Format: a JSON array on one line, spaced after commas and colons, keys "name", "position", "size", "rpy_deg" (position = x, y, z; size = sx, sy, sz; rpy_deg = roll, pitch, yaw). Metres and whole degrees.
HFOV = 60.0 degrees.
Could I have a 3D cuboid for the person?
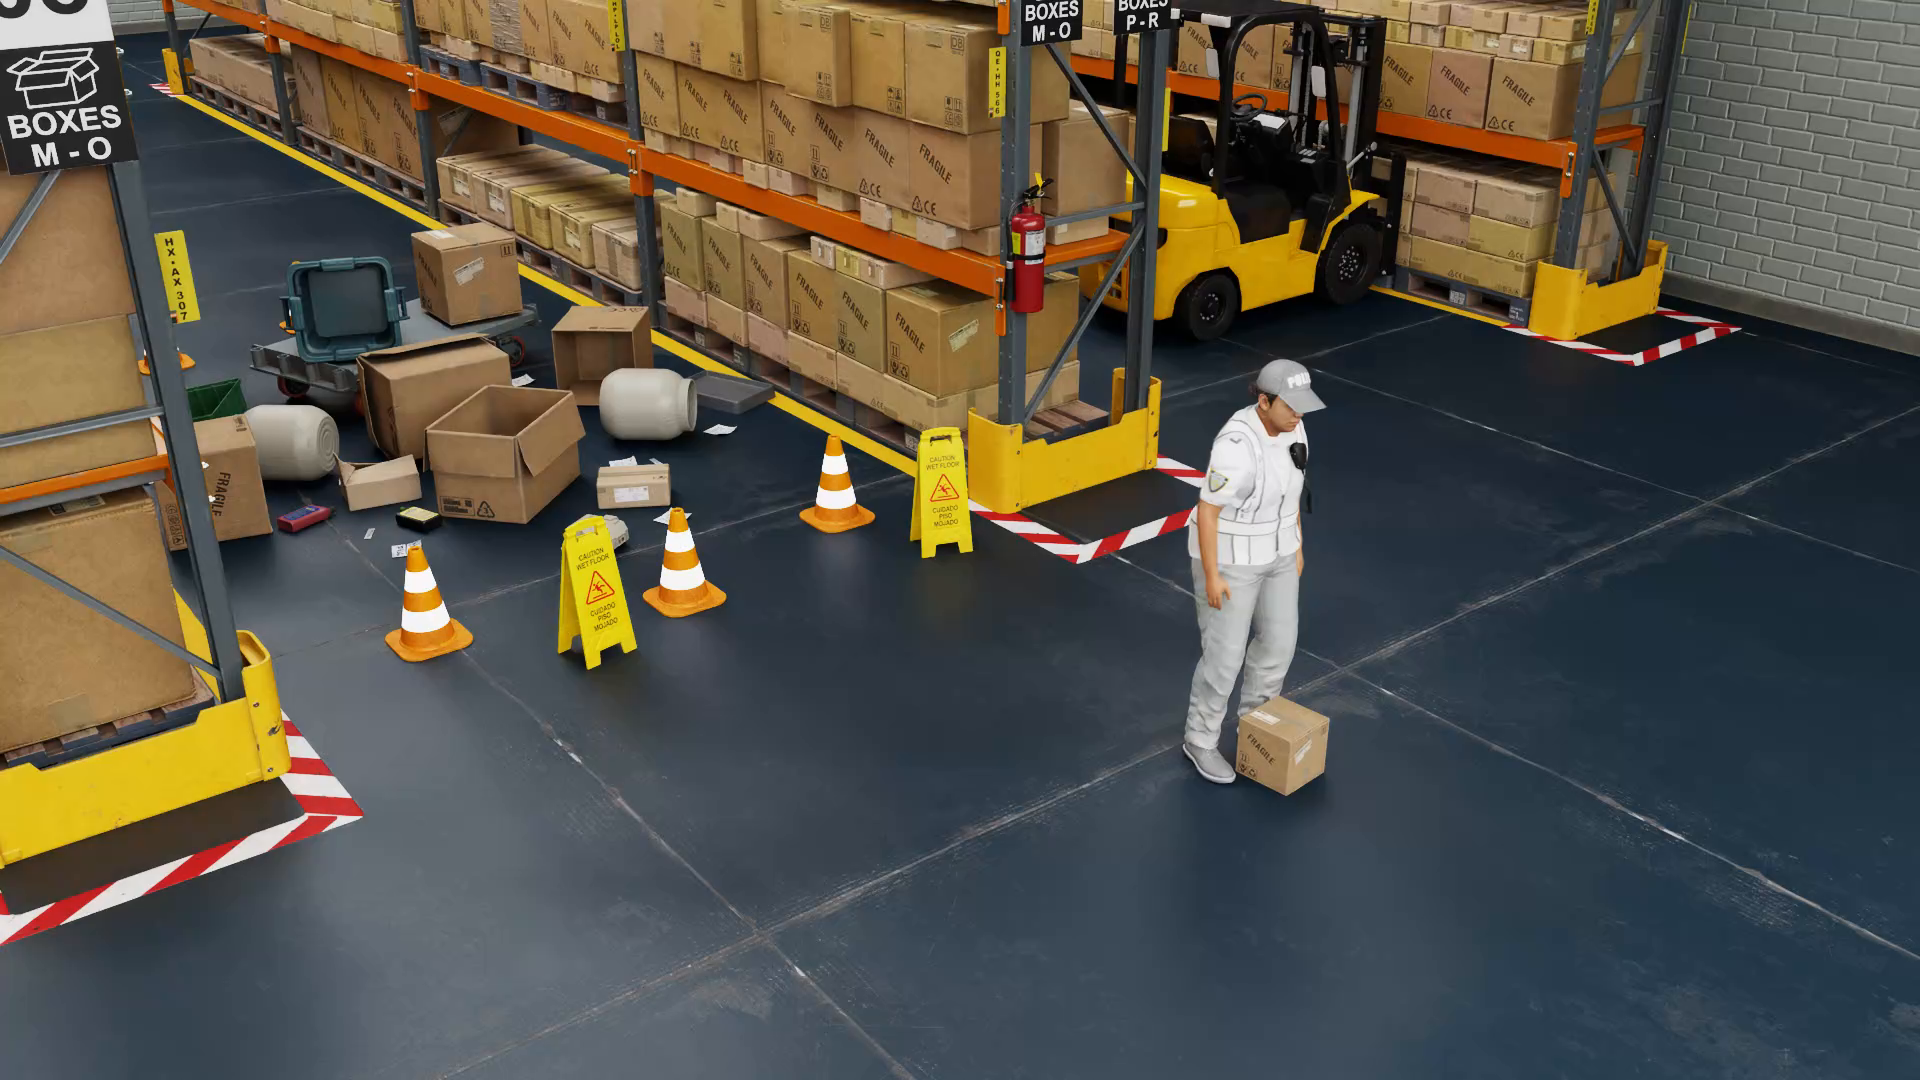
[{"name": "person", "position": [1.128, 0.092, 6.401], "size": [0.537, 1.666, 0.467], "rpy_deg": [-18, 30, -34]}]
